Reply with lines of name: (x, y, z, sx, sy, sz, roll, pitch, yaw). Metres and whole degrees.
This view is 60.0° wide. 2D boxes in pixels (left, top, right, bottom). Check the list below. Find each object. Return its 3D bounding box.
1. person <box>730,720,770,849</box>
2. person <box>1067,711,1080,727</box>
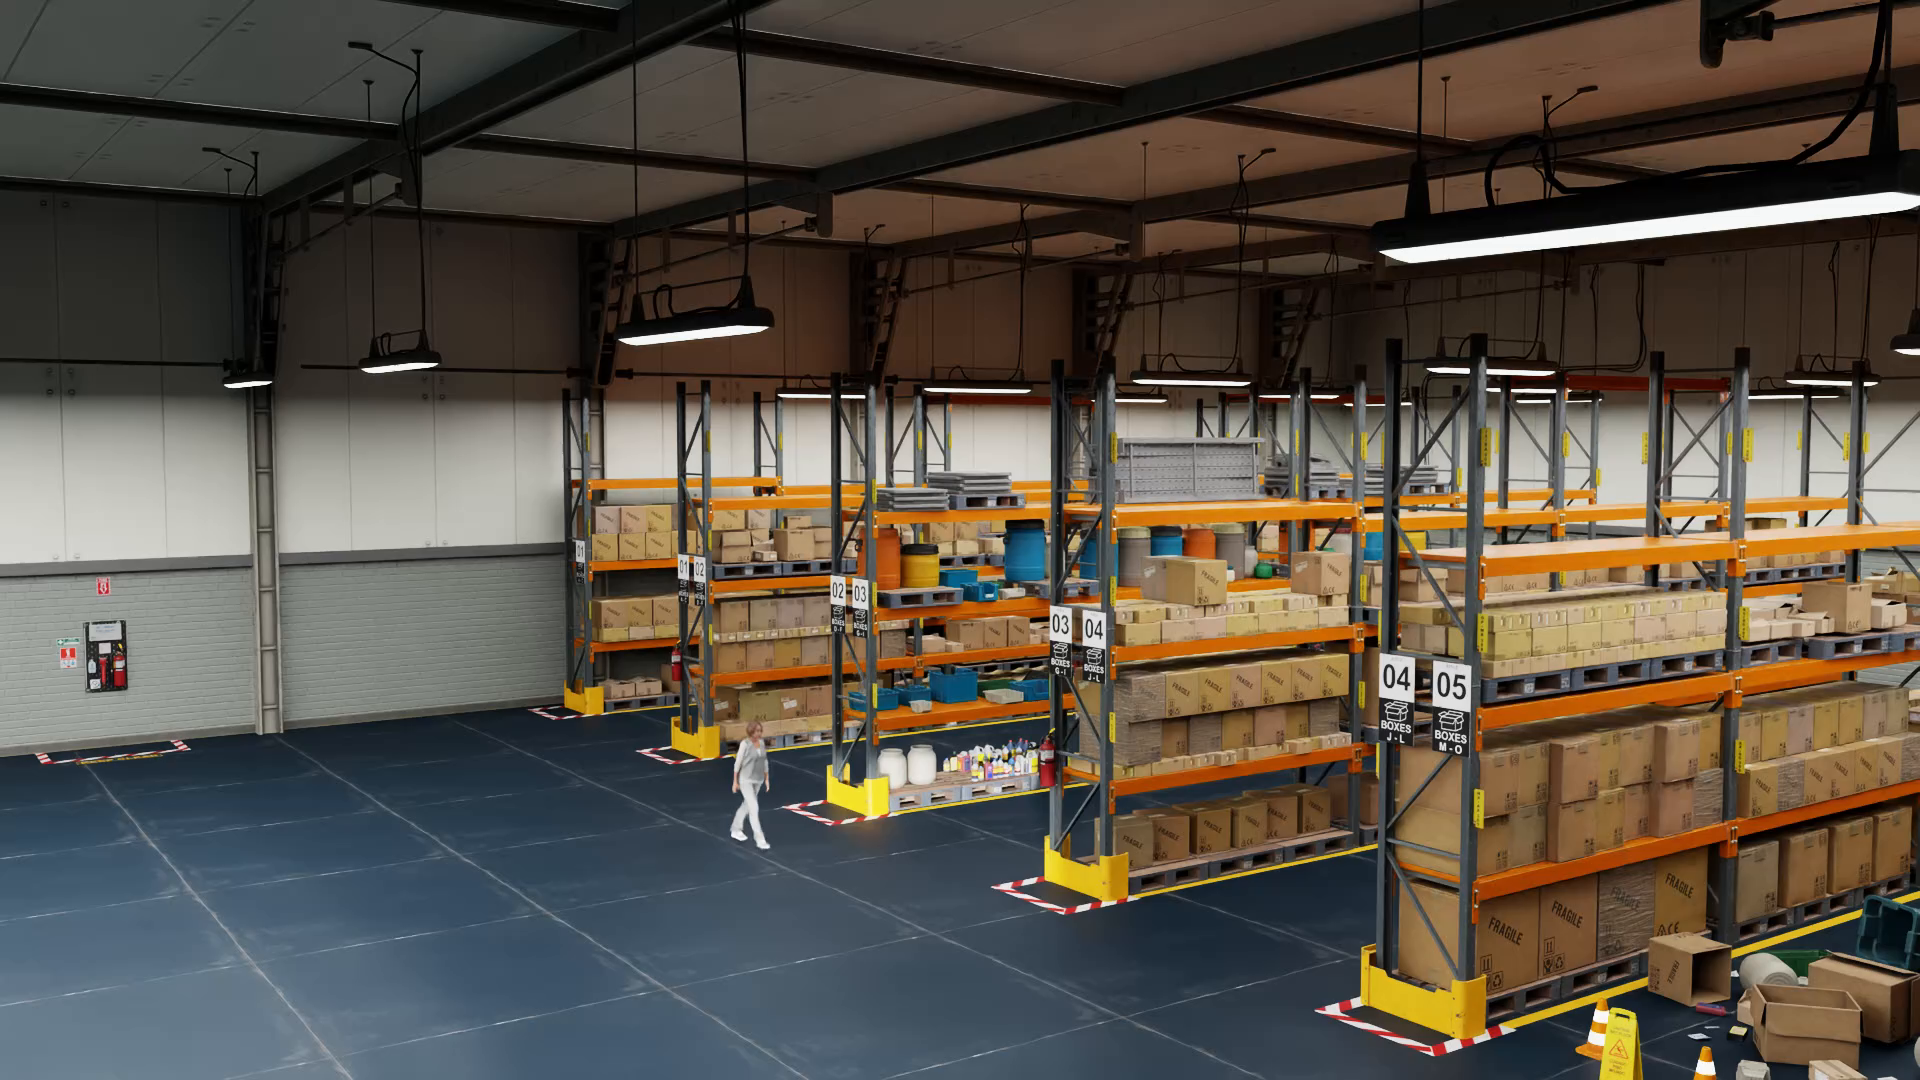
person: (-2.587, 3.029, 20.818, 0.877, 1.549, 0.454, 3, 5, 36)
person: (2.341, 2.392, 29.254, 0.534, 1.746, 0.968, 3, 5, 42)
